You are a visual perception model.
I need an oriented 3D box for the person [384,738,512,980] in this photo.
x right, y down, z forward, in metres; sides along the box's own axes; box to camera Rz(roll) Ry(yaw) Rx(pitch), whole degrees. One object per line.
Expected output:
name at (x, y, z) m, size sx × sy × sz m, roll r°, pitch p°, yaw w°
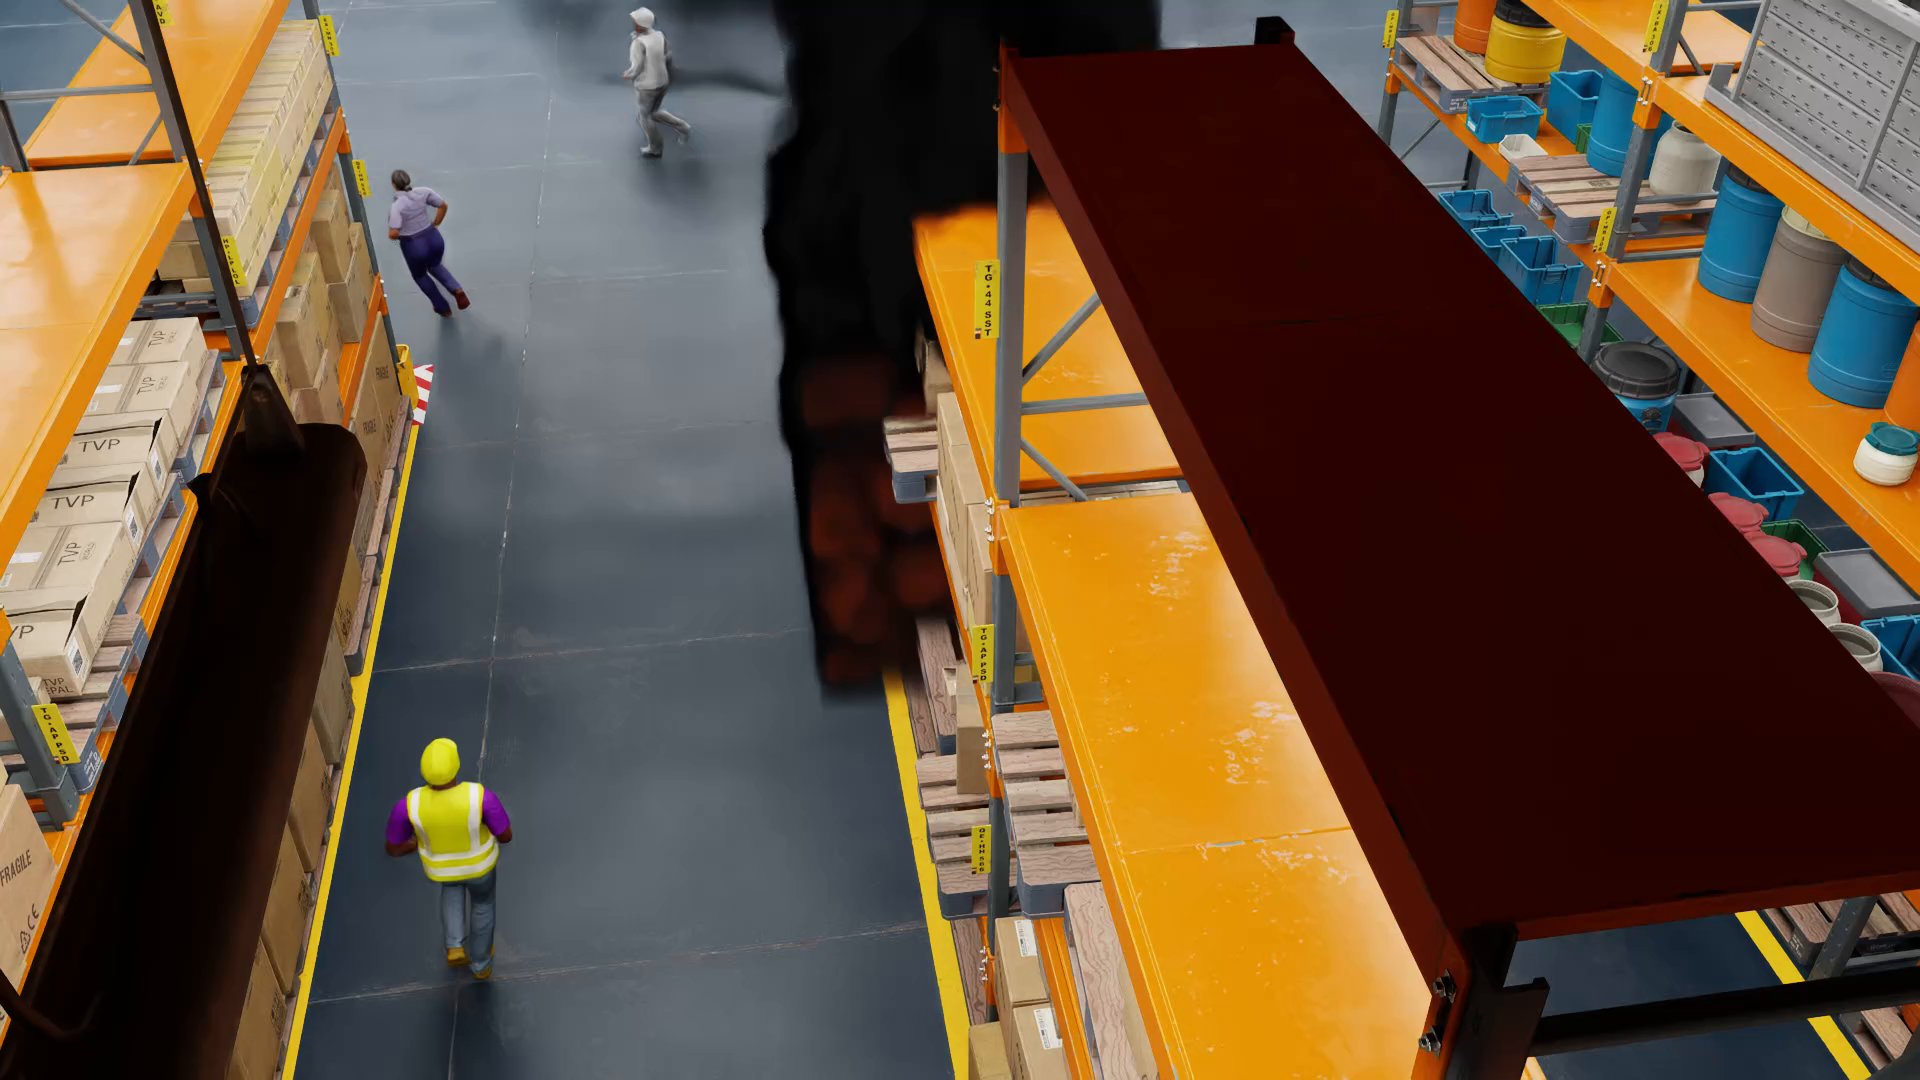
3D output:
person at (-2.868, 1.796, 9.543) m, size 0.674 × 1.721 × 0.569 m, roll -4°, pitch 36°, yaw -5°

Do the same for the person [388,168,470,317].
person at (-5.165, -2.820, 15.963) m, size 0.539 × 1.596 × 0.656 m, roll 23°, pitch 42°, yaw 28°

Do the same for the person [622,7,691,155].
person at (-3.510, -5.251, 19.153) m, size 0.645 × 1.752 × 0.622 m, roll 17°, pitch 40°, yaw 22°
